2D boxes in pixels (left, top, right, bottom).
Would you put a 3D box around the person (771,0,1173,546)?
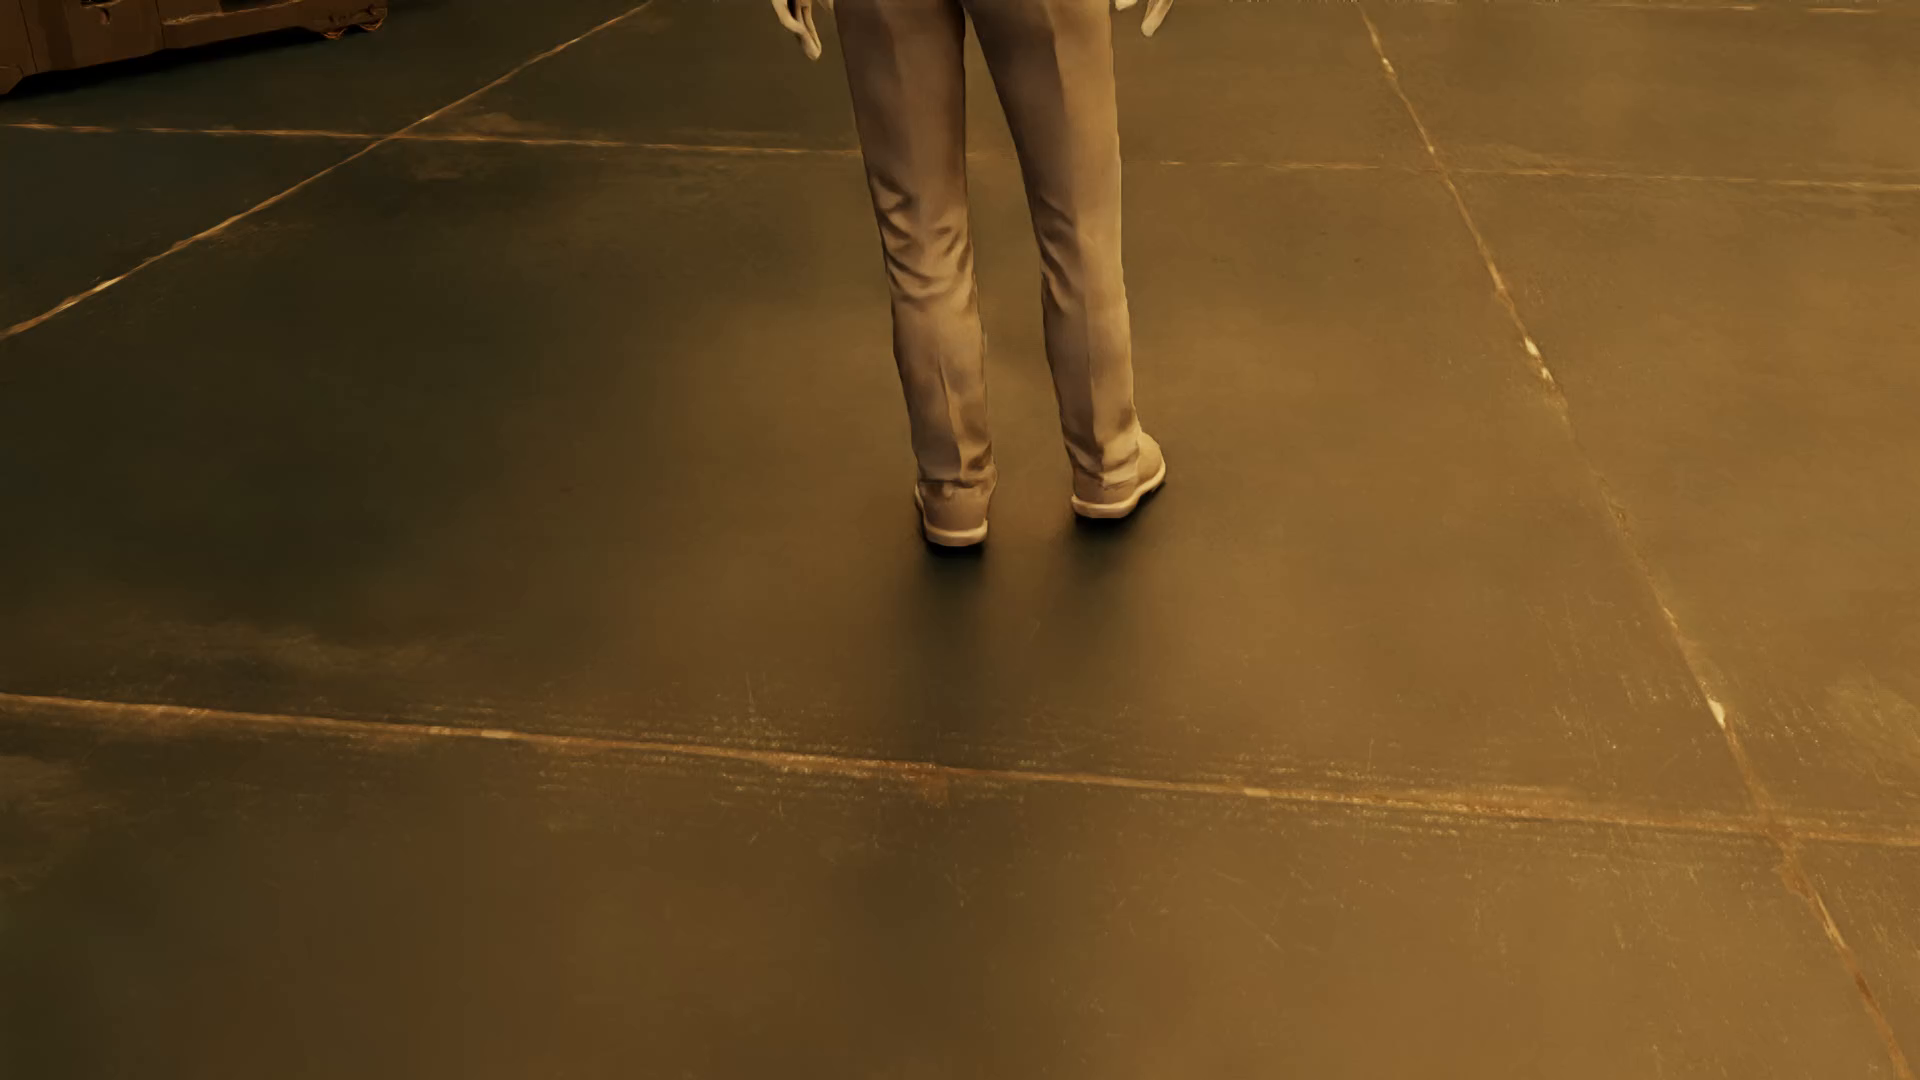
[{"bbox_3d":[0.016,-0.794,2.178,0.586,1.695,0.533,3,27,7],"label":"person"}]
